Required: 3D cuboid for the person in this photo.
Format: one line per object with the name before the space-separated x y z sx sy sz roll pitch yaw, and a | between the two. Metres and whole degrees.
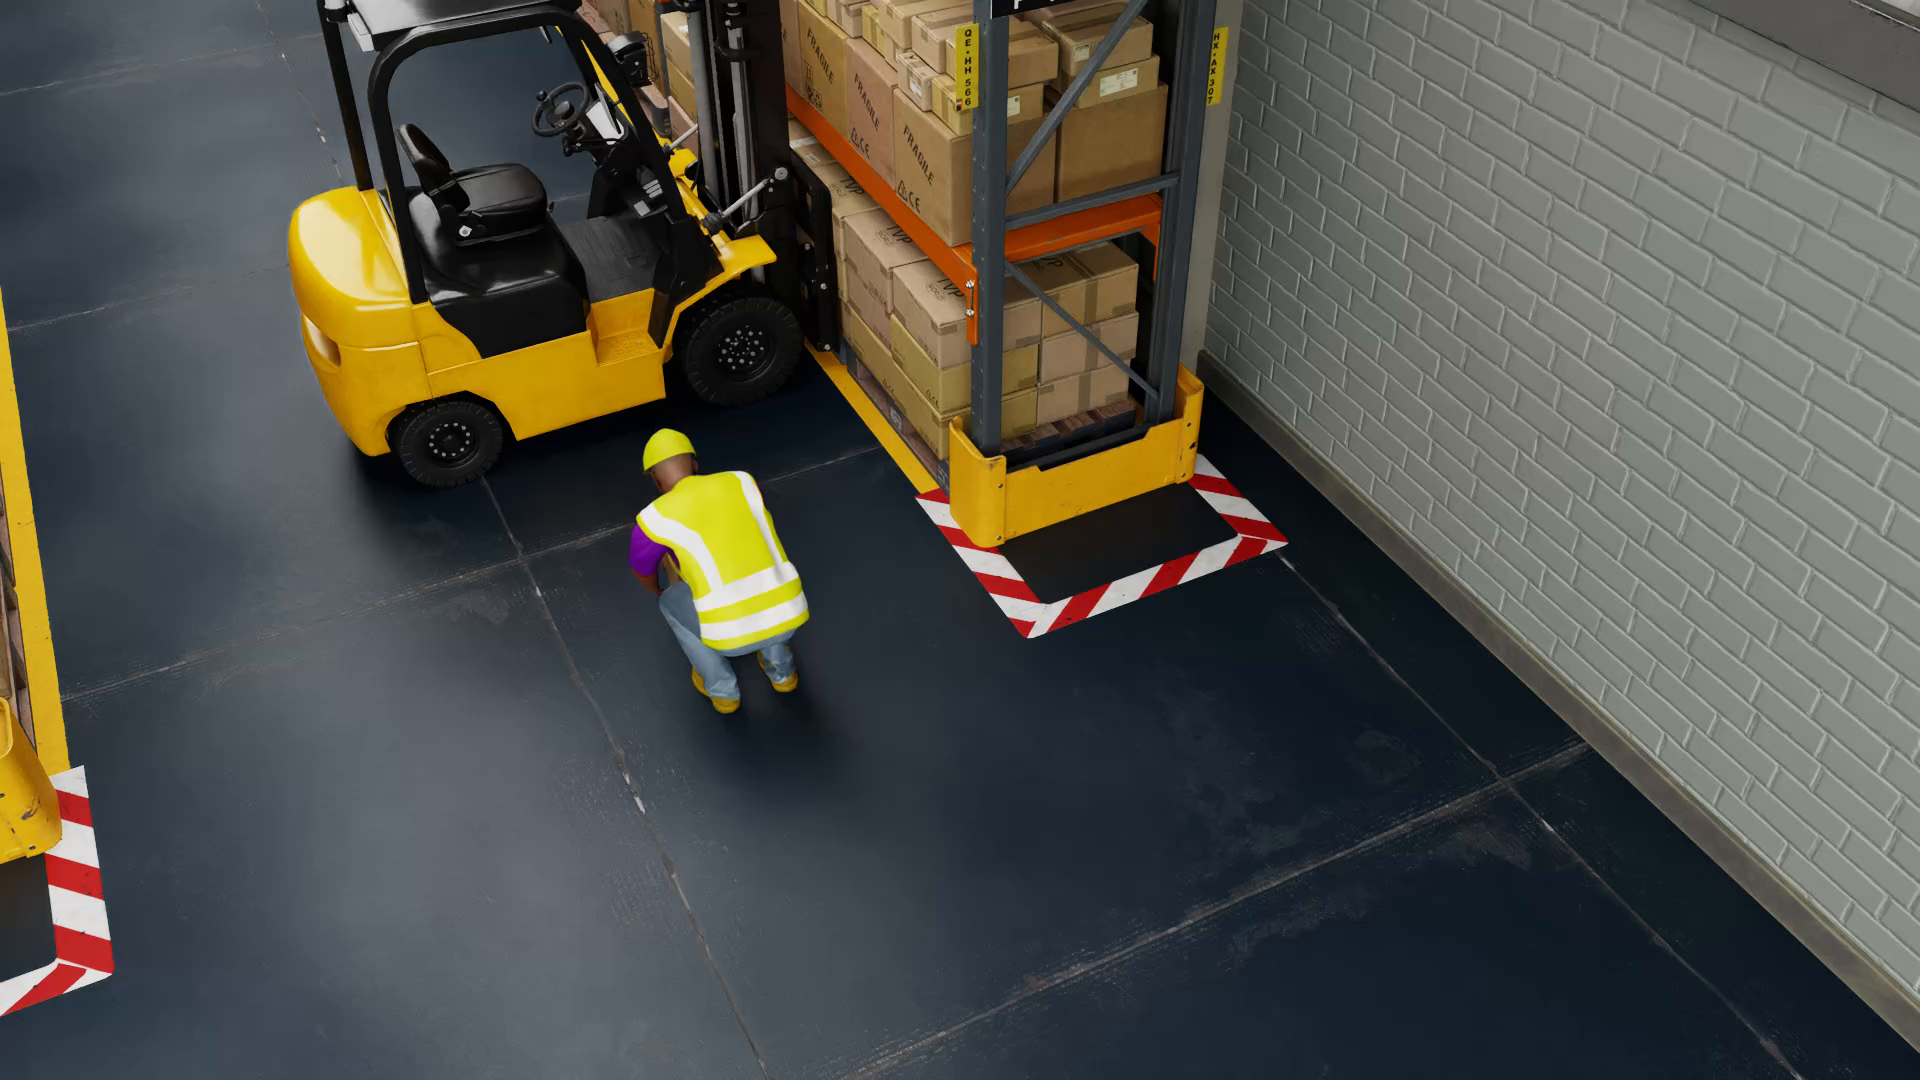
person | -0.960 0.141 6.554 0.520 1.017 0.861 -19 44 -20
